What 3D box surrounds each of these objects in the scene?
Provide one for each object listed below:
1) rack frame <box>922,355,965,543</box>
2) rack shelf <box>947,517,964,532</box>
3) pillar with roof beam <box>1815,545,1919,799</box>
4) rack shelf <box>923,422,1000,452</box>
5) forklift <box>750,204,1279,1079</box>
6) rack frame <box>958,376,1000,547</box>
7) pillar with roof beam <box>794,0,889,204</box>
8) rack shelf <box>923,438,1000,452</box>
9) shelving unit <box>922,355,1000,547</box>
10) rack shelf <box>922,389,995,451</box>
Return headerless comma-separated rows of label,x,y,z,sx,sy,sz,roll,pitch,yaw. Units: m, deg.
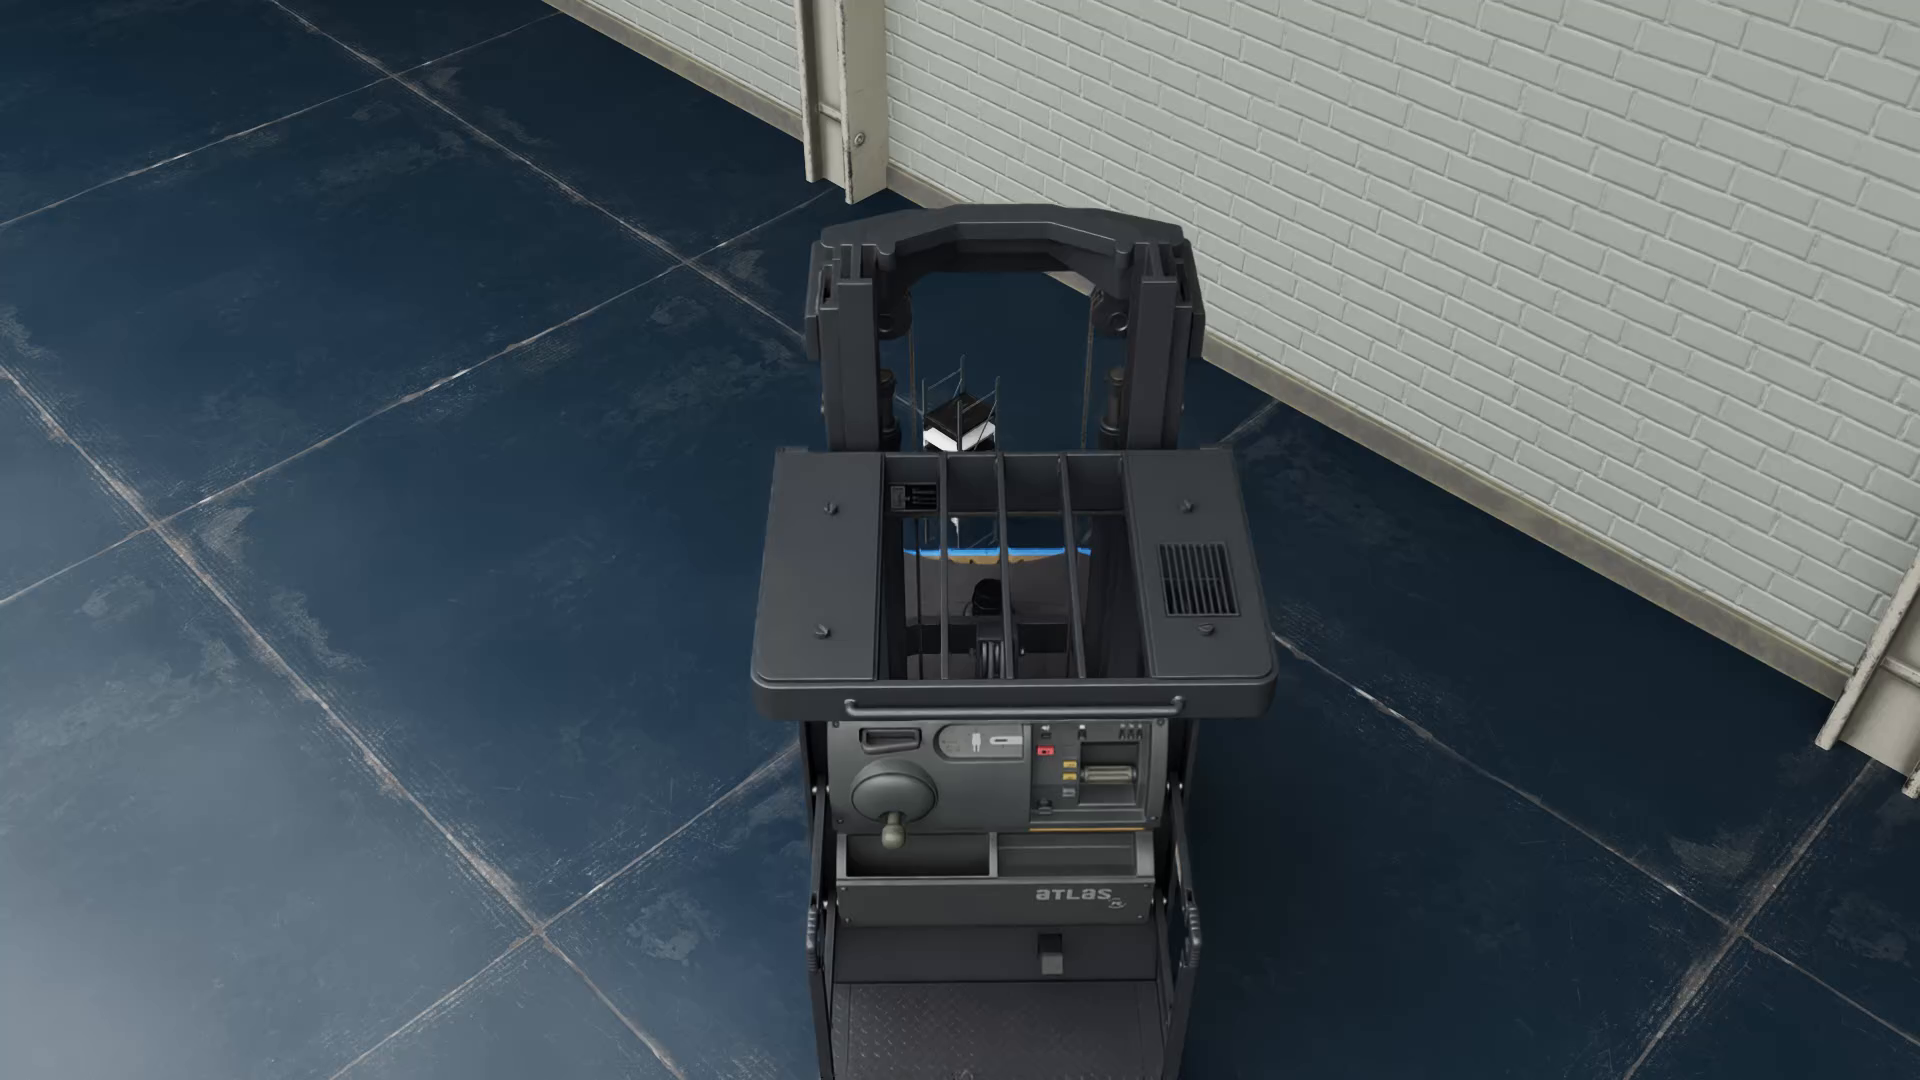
rack frame,-0.066,-0.375,7.111,0.240,0.900,0.006,-34,53,-31
rack shelf,0.006,-0.170,7.203,0.258,0.077,0.200,-34,53,-31
pillar with roof beam,0.543,-0.426,1.198,9.100,9.000,0.400,-34,53,-31
rack shelf,0.006,-0.434,6.958,0.258,0.077,0.200,-34,53,-31
forklift,0.108,0.736,4.412,1.130,2.935,3.031,0,43,0
rack frame,0.078,-0.278,7.005,0.240,0.900,0.006,-34,53,-31
pillar with roof beam,-3.694,-3.309,4.318,9.100,9.000,0.400,-34,53,-31
rack shelf,0.006,-0.368,7.019,0.258,0.077,0.200,-34,53,-31
shelving unit,0.006,-0.327,7.058,0.258,0.900,0.210,-34,53,-31
rack shelf,0.006,-0.500,6.897,0.258,0.077,0.200,-34,53,-31
